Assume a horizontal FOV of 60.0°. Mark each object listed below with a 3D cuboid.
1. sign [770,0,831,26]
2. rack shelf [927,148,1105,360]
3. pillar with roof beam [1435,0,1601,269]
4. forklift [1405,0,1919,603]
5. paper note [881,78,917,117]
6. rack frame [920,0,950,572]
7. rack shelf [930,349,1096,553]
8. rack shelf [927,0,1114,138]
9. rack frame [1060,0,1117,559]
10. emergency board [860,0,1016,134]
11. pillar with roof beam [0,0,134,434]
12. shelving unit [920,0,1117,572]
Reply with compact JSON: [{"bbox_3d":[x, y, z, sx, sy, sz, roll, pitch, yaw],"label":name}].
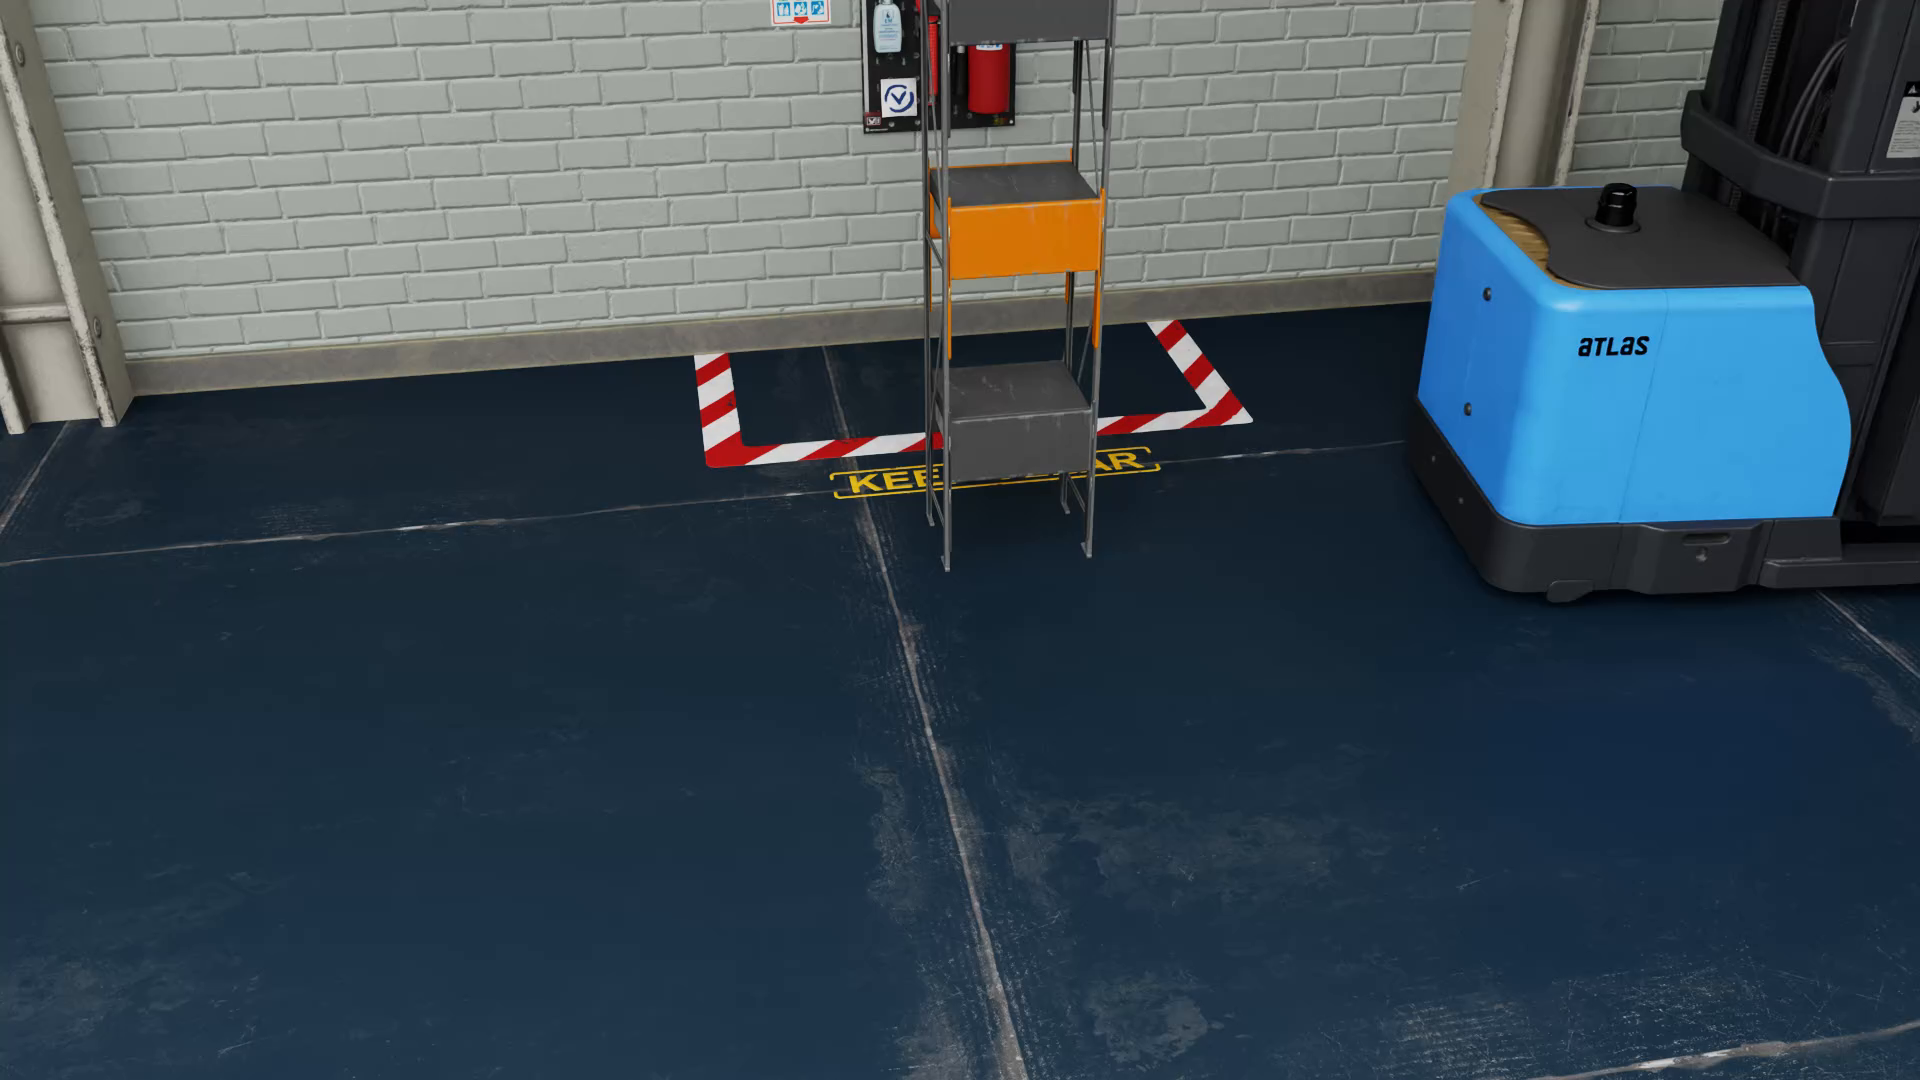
[{"bbox_3d":[-0.620,-2.156,6.422,0.234,0.329,0.001,-5,31,-9],"label":"sign"},{"bbox_3d":[0.163,-0.908,5.250,0.480,0.518,0.431,-5,31,-9],"label":"rack shelf"},{"bbox_3d":[3.155,-2.786,1.609,0.400,9.000,9.100,-5,31,-9],"label":"pillar with roof beam"},{"bbox_3d":[3.180,-1.343,5.142,3.031,2.935,1.130,-2,31,-3],"label":"forklift"},{"bbox_3d":[-0.245,-1.778,6.683,0.142,0.148,0.016,-5,31,-9],"label":"paper note"},{"bbox_3d":[-0.077,-0.898,5.206,0.015,2.100,0.400,-5,31,-9],"label":"rack frame"},{"bbox_3d":[0.163,-0.305,5.605,0.480,0.518,0.431,-5,31,-9],"label":"rack shelf"},{"bbox_3d":[0.163,-1.512,4.896,0.480,0.518,0.431,-5,31,-9],"label":"rack shelf"},{"bbox_3d":[0.403,-0.943,5.281,0.015,2.100,0.400,-5,31,-9],"label":"rack frame"},{"bbox_3d":[-0.058,-2.139,6.429,0.643,1.169,0.194,-5,31,-9],"label":"emergency board"},{"bbox_3d":[-2.747,-2.238,0.678,0.400,9.000,9.100,-5,31,-9],"label":"pillar with roof beam"},{"bbox_3d":[0.163,-0.920,5.244,0.503,2.100,0.431,-5,31,-9],"label":"shelving unit"}]
